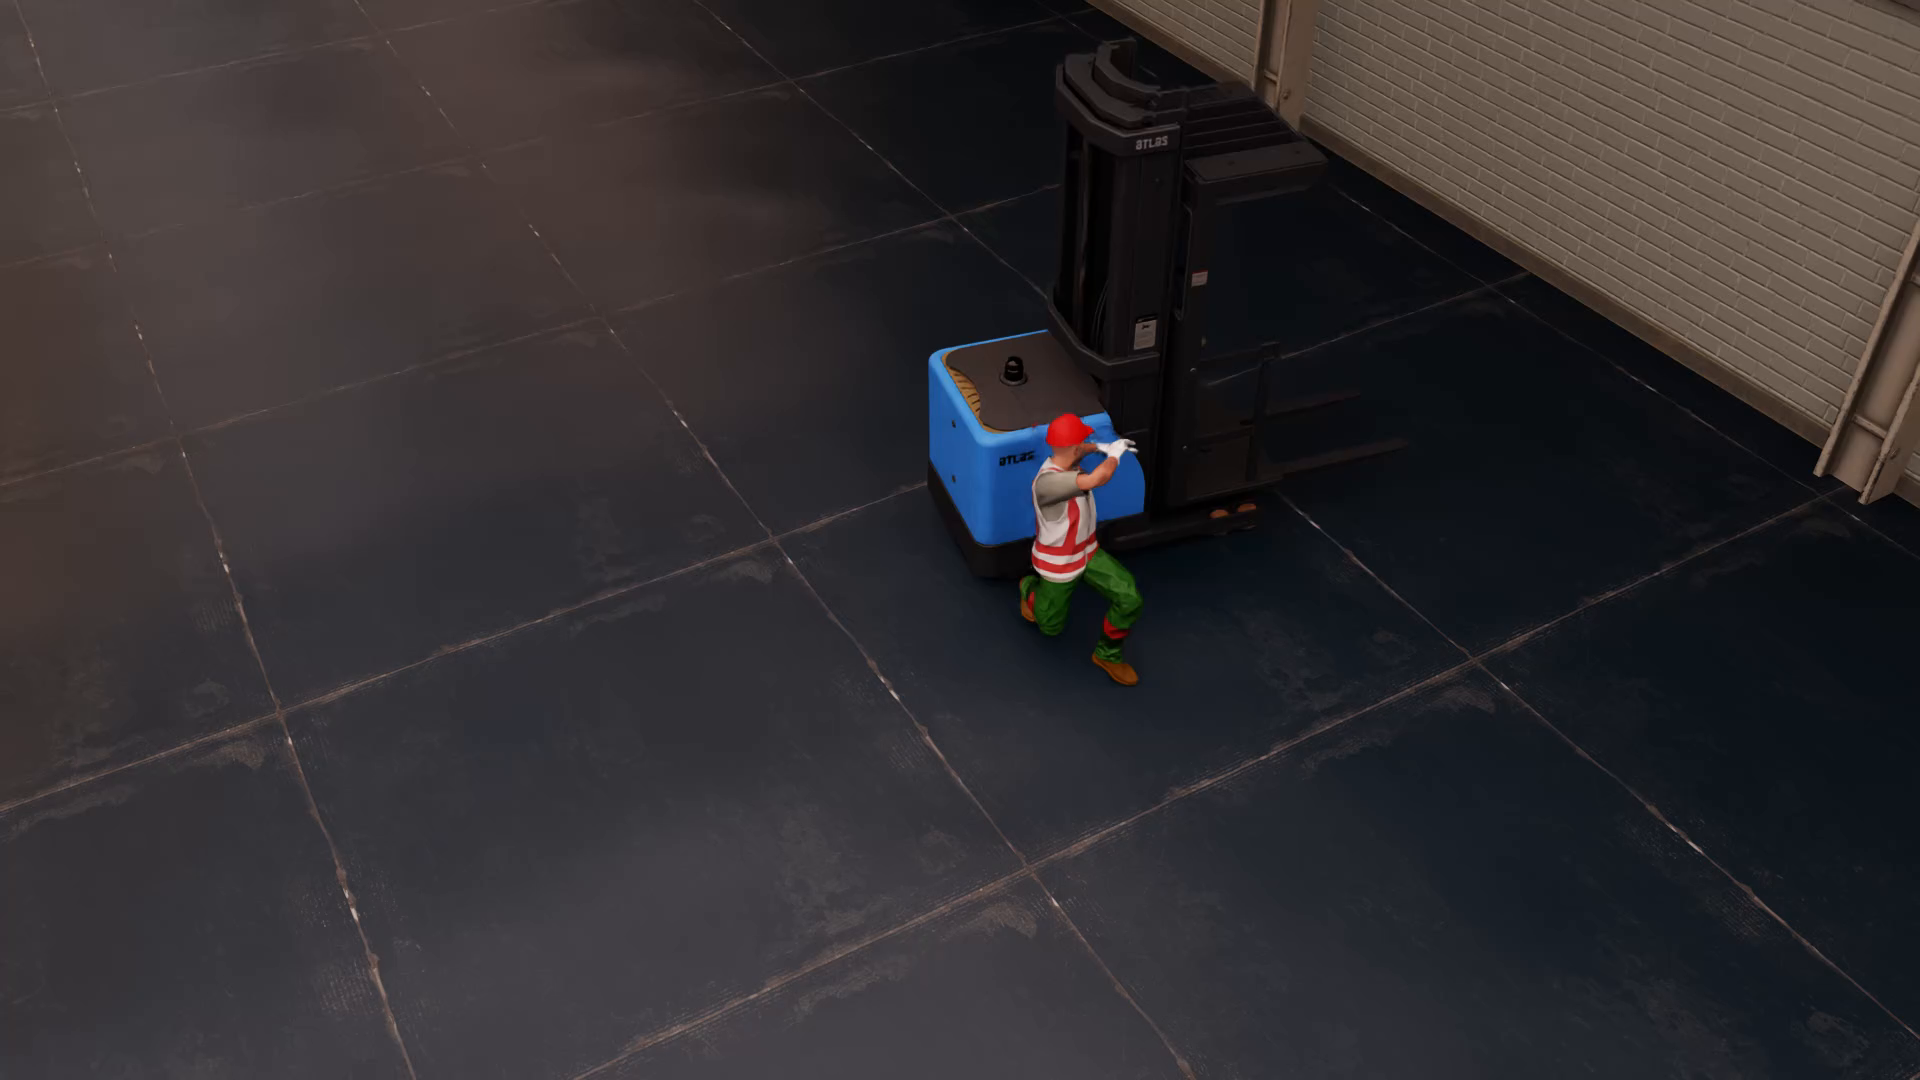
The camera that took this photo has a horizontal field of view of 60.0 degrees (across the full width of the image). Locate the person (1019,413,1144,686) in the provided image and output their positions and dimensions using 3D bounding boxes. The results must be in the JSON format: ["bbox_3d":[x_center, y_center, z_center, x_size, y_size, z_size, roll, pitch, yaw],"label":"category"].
[{"bbox_3d":[0.808,-0.071,9.251,0.995,1.468,0.977,-32,49,-33],"label":"person"}]

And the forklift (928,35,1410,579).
[{"bbox_3d":[1.369,-1.461,9.797,3.031,2.935,1.130,-12,41,-15],"label":"forklift"}]
